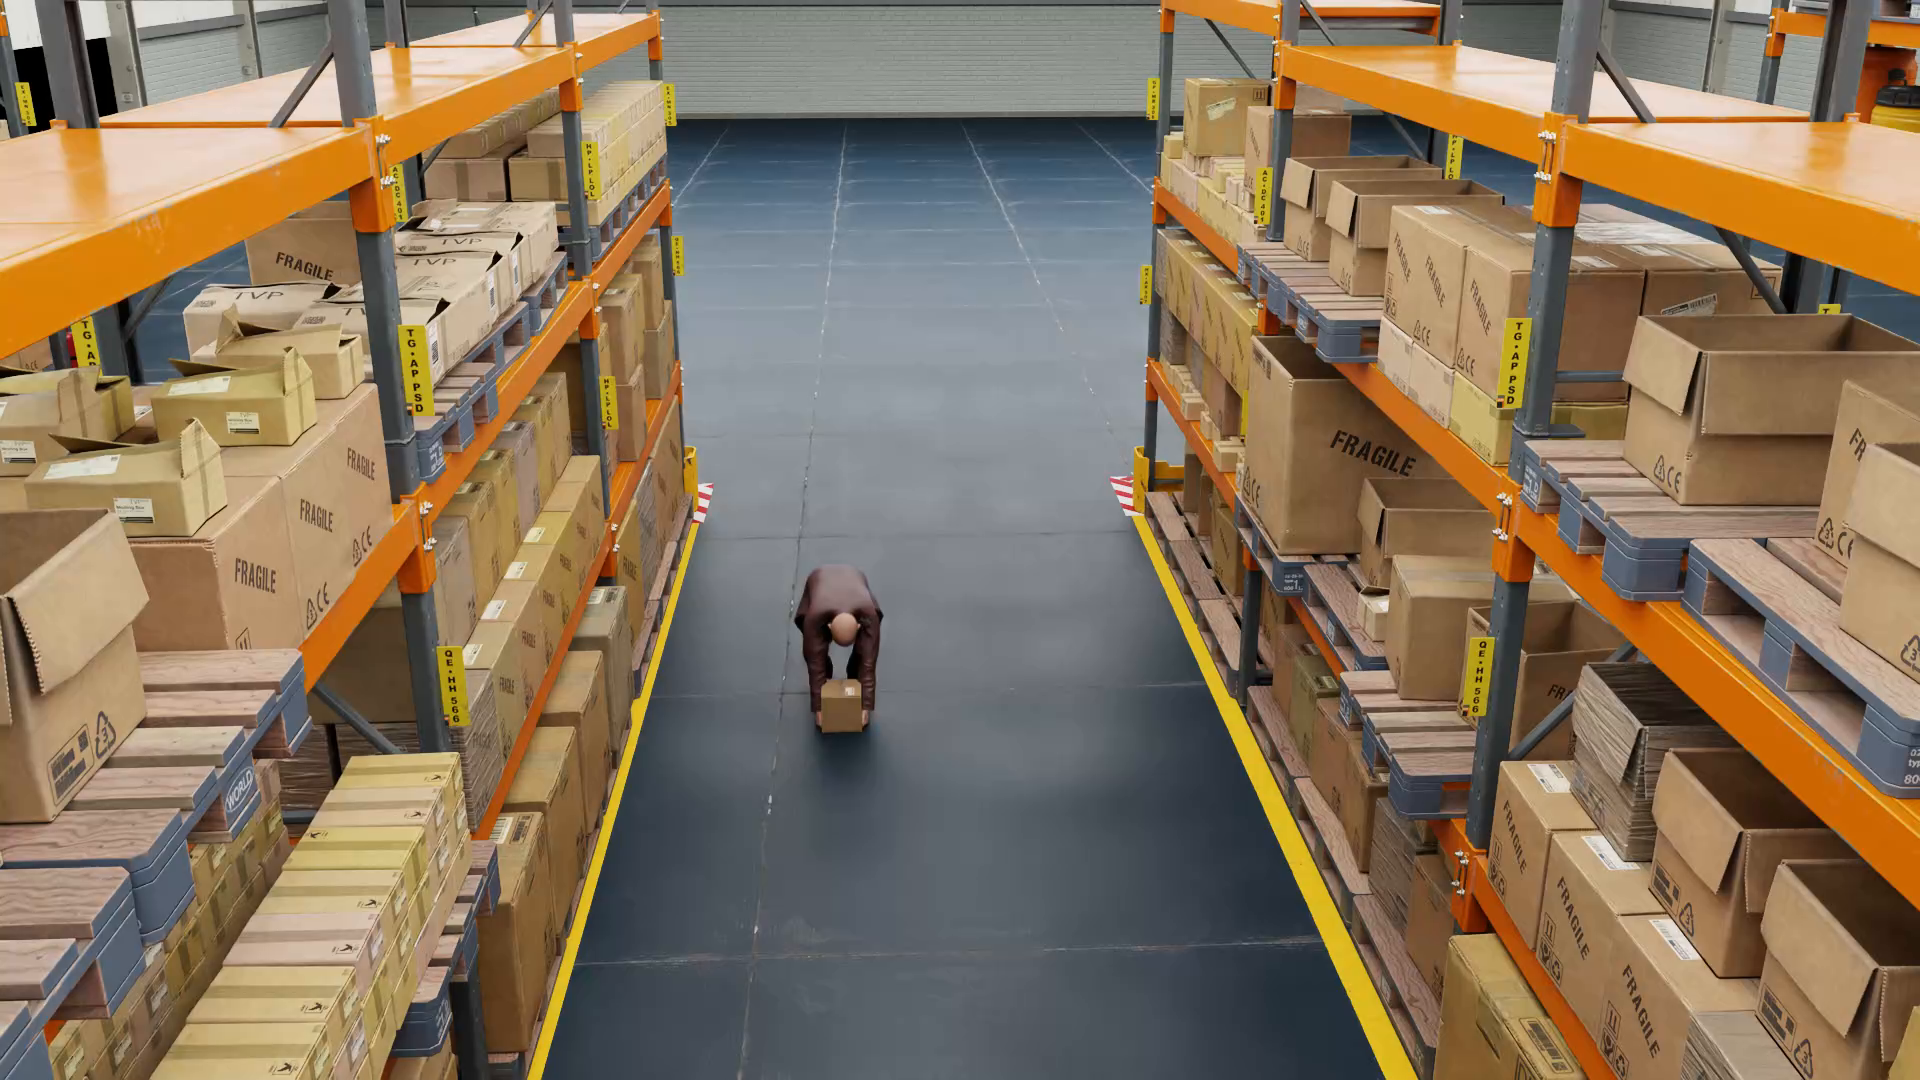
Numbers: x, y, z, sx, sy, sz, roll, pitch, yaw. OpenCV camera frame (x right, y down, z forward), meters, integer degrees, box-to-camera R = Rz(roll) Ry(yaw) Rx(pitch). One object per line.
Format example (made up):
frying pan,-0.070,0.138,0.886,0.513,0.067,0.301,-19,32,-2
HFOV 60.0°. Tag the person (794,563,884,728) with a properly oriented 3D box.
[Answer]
person,-0.773,0.642,10.694,0.583,0.886,0.952,-2,20,-5
